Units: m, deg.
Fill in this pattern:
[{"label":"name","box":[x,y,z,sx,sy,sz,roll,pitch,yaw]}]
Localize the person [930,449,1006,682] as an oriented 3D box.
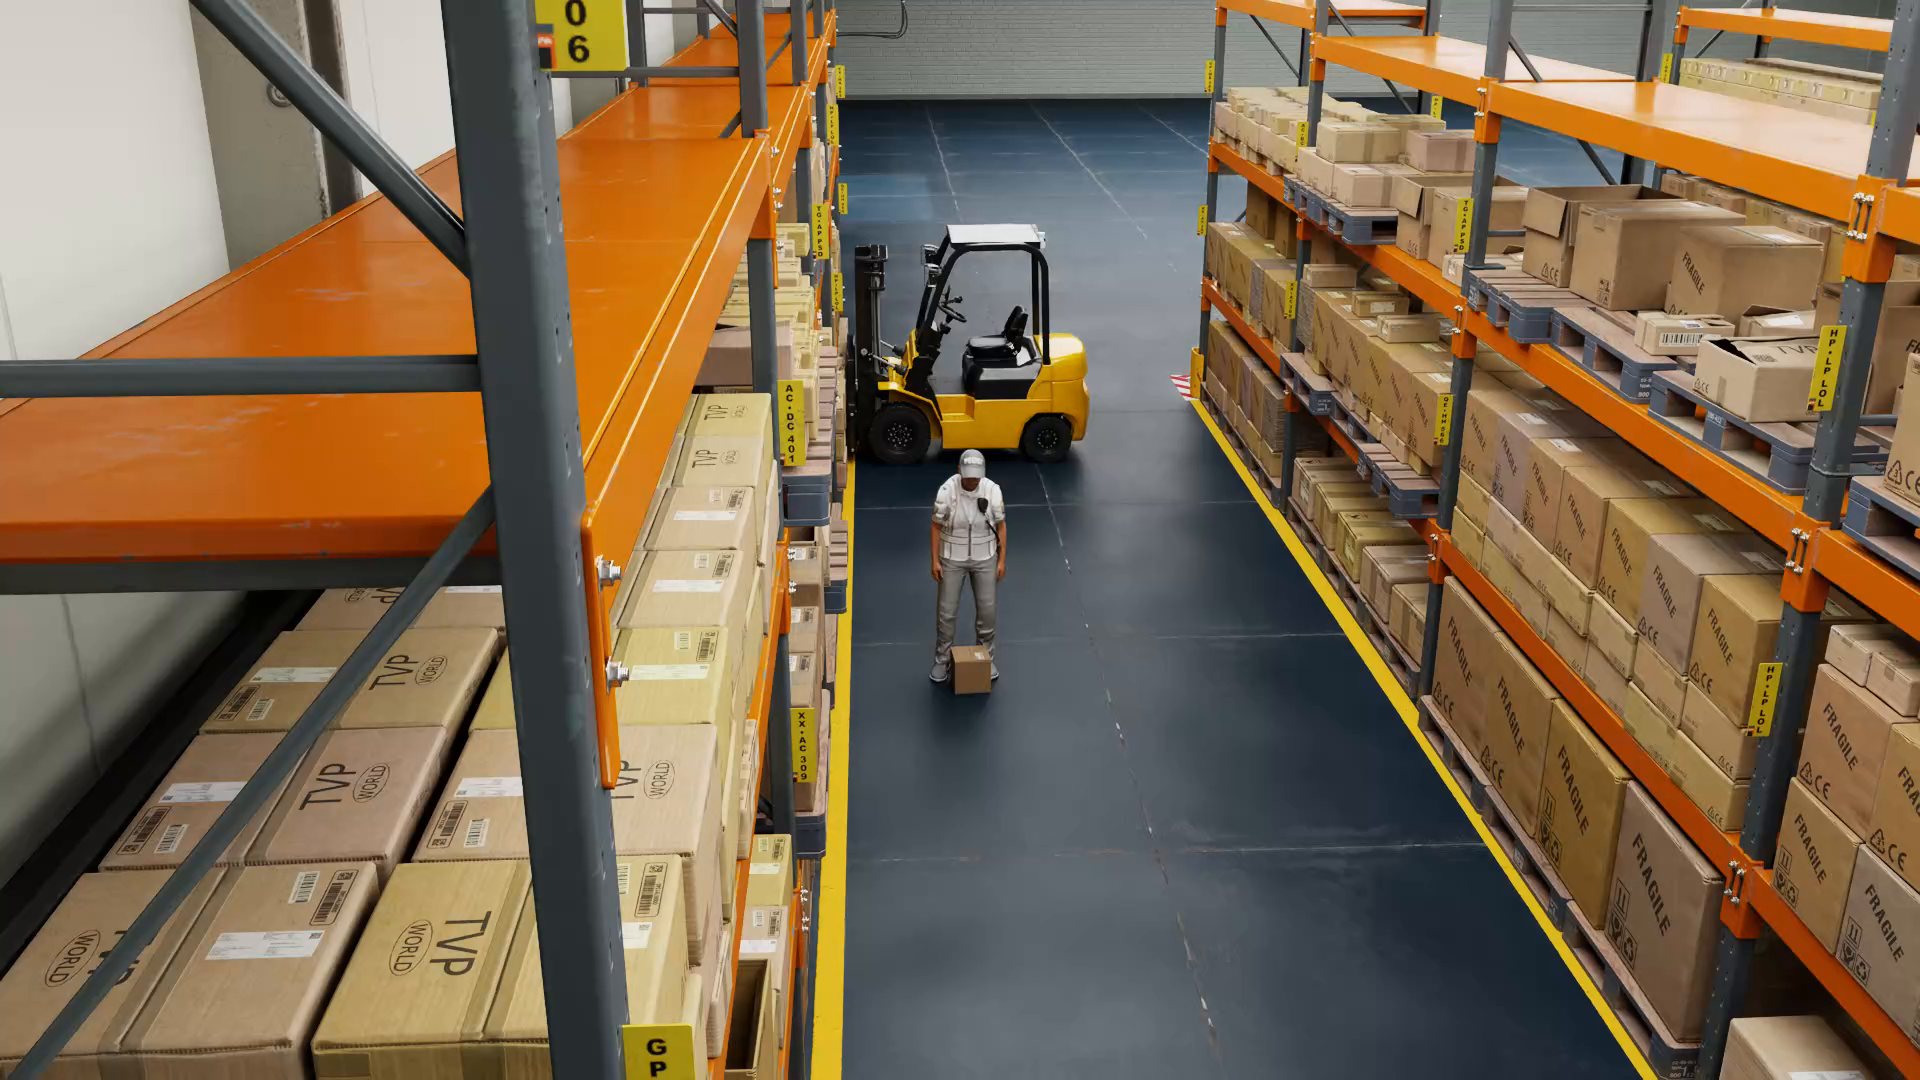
[{"label":"person","box":[0.053,0.158,11.465,0.539,1.667,0.465,-1,21,-3]}]
